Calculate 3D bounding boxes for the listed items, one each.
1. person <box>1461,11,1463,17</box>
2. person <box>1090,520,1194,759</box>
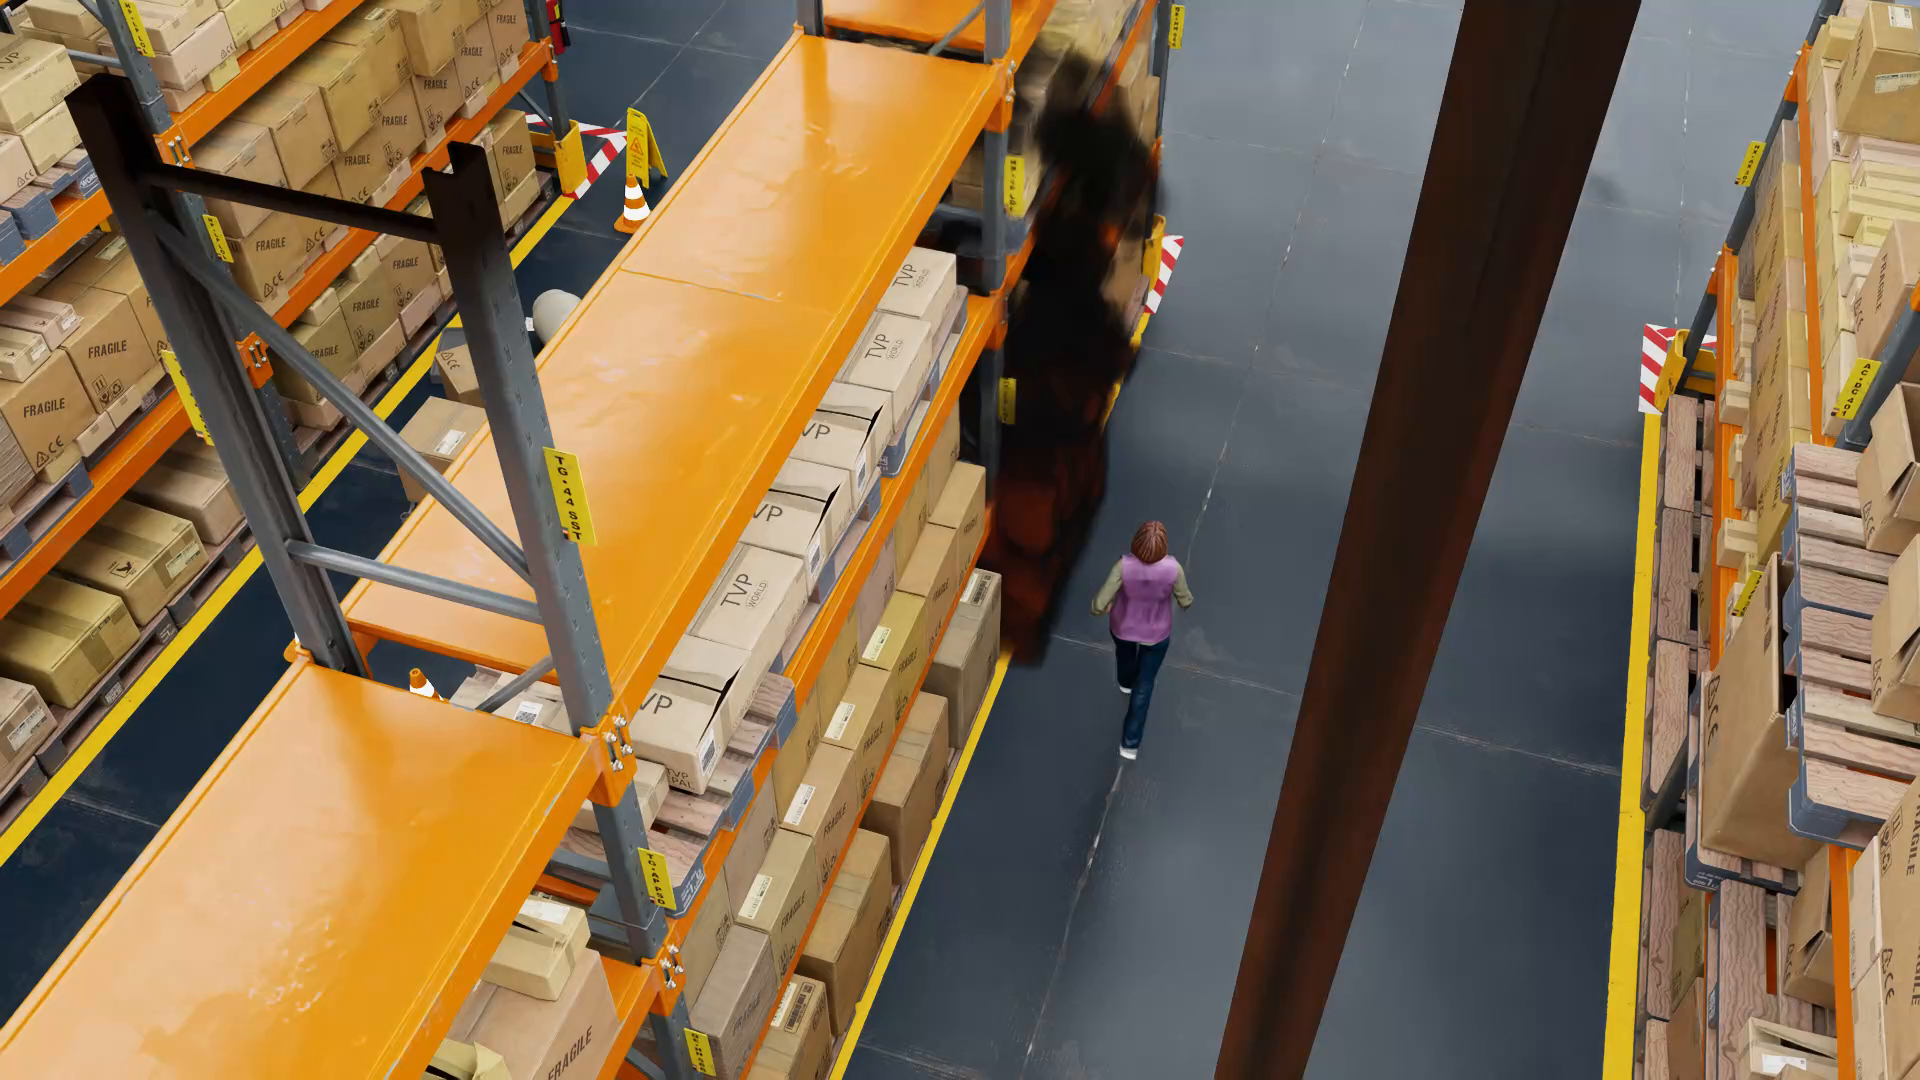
[{"bbox_3d":[4.596,-4.408,14.291,0.637,1.681,0.765,-23,50,-21],"label":"person"},{"bbox_3d":[0.987,0.479,9.116,0.537,1.614,0.791,8,46,7],"label":"person"}]
